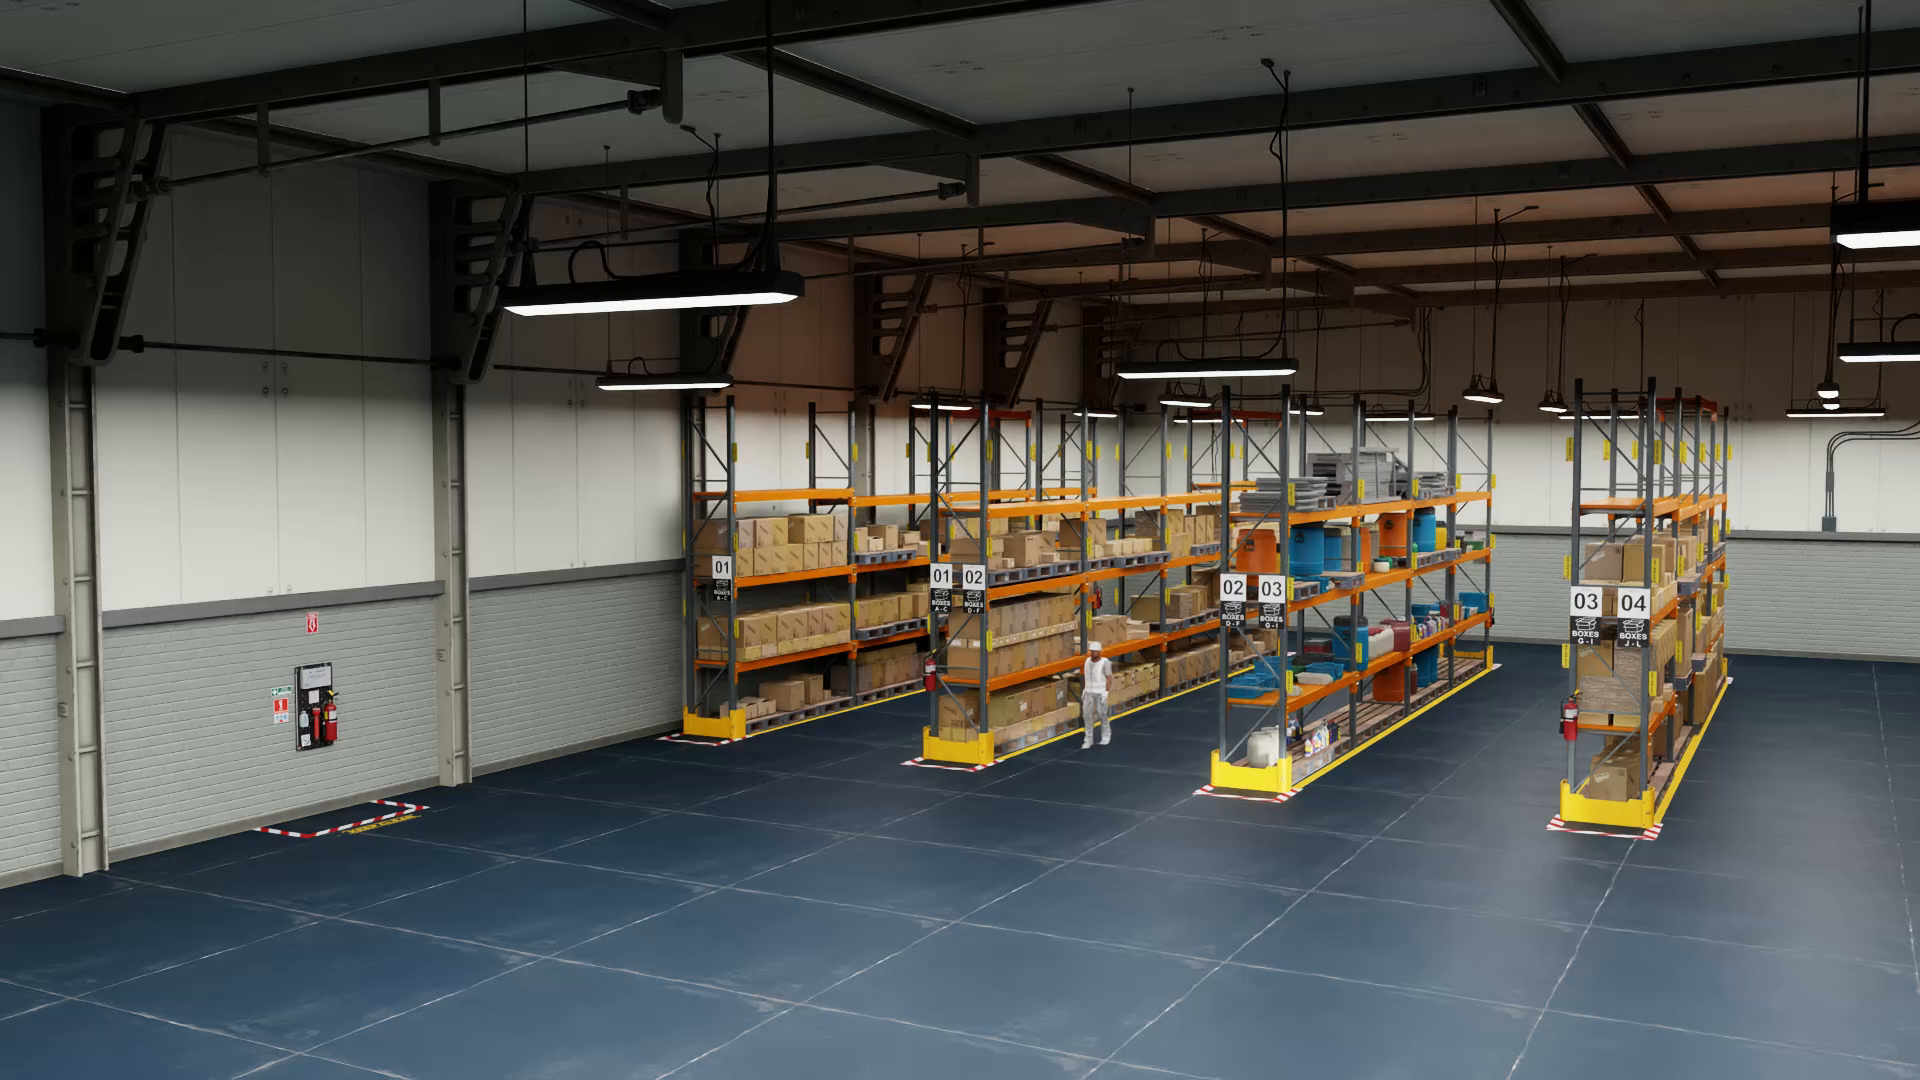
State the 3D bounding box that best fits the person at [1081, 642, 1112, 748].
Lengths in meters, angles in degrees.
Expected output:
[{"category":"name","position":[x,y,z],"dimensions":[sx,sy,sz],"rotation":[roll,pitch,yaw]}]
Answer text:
[{"category":"person","position":[2.302,2.635,28.296],"dimensions":[0.631,1.822,0.593],"rotation":[3,4,40]}]
